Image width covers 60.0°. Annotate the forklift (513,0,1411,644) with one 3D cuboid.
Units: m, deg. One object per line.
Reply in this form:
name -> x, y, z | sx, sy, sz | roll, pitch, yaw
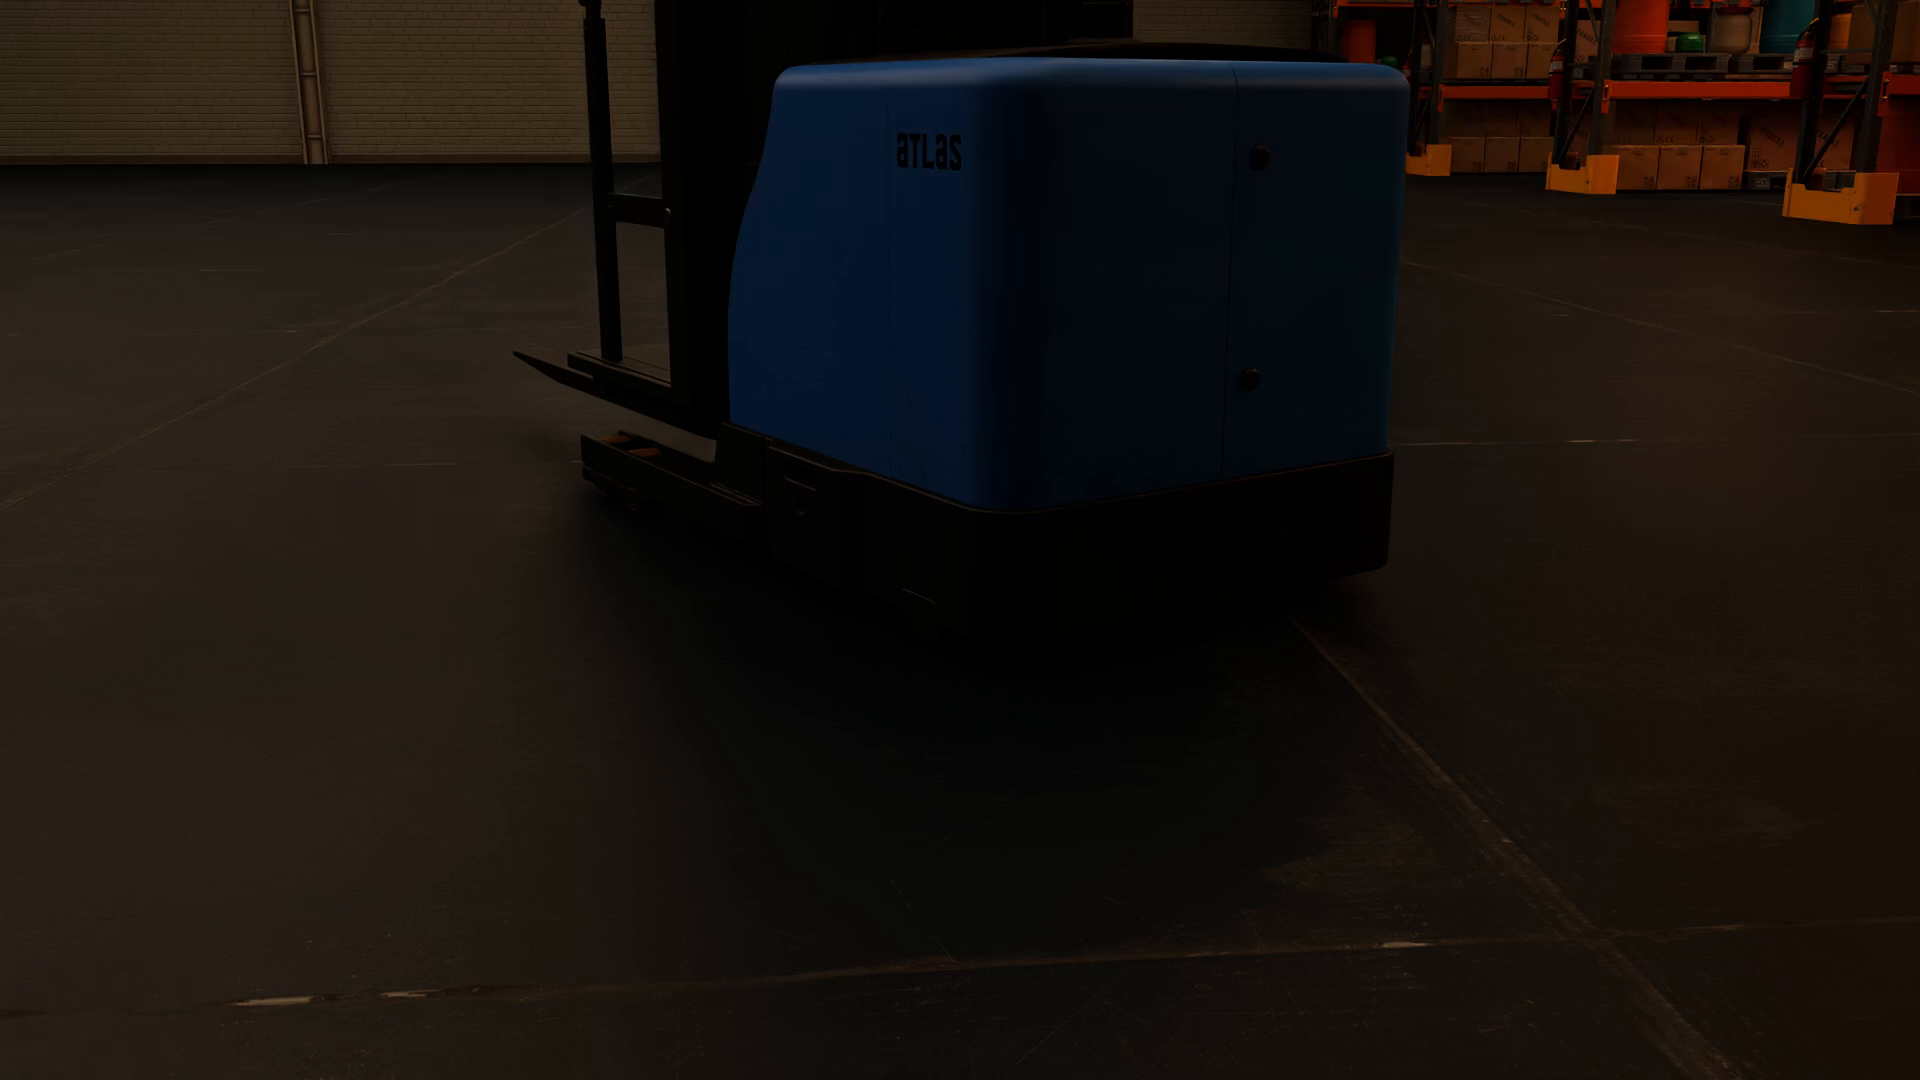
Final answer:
forklift -> -0.337, -1.547, 4.055 | 1.130, 2.935, 3.031 | -10, 18, -32
